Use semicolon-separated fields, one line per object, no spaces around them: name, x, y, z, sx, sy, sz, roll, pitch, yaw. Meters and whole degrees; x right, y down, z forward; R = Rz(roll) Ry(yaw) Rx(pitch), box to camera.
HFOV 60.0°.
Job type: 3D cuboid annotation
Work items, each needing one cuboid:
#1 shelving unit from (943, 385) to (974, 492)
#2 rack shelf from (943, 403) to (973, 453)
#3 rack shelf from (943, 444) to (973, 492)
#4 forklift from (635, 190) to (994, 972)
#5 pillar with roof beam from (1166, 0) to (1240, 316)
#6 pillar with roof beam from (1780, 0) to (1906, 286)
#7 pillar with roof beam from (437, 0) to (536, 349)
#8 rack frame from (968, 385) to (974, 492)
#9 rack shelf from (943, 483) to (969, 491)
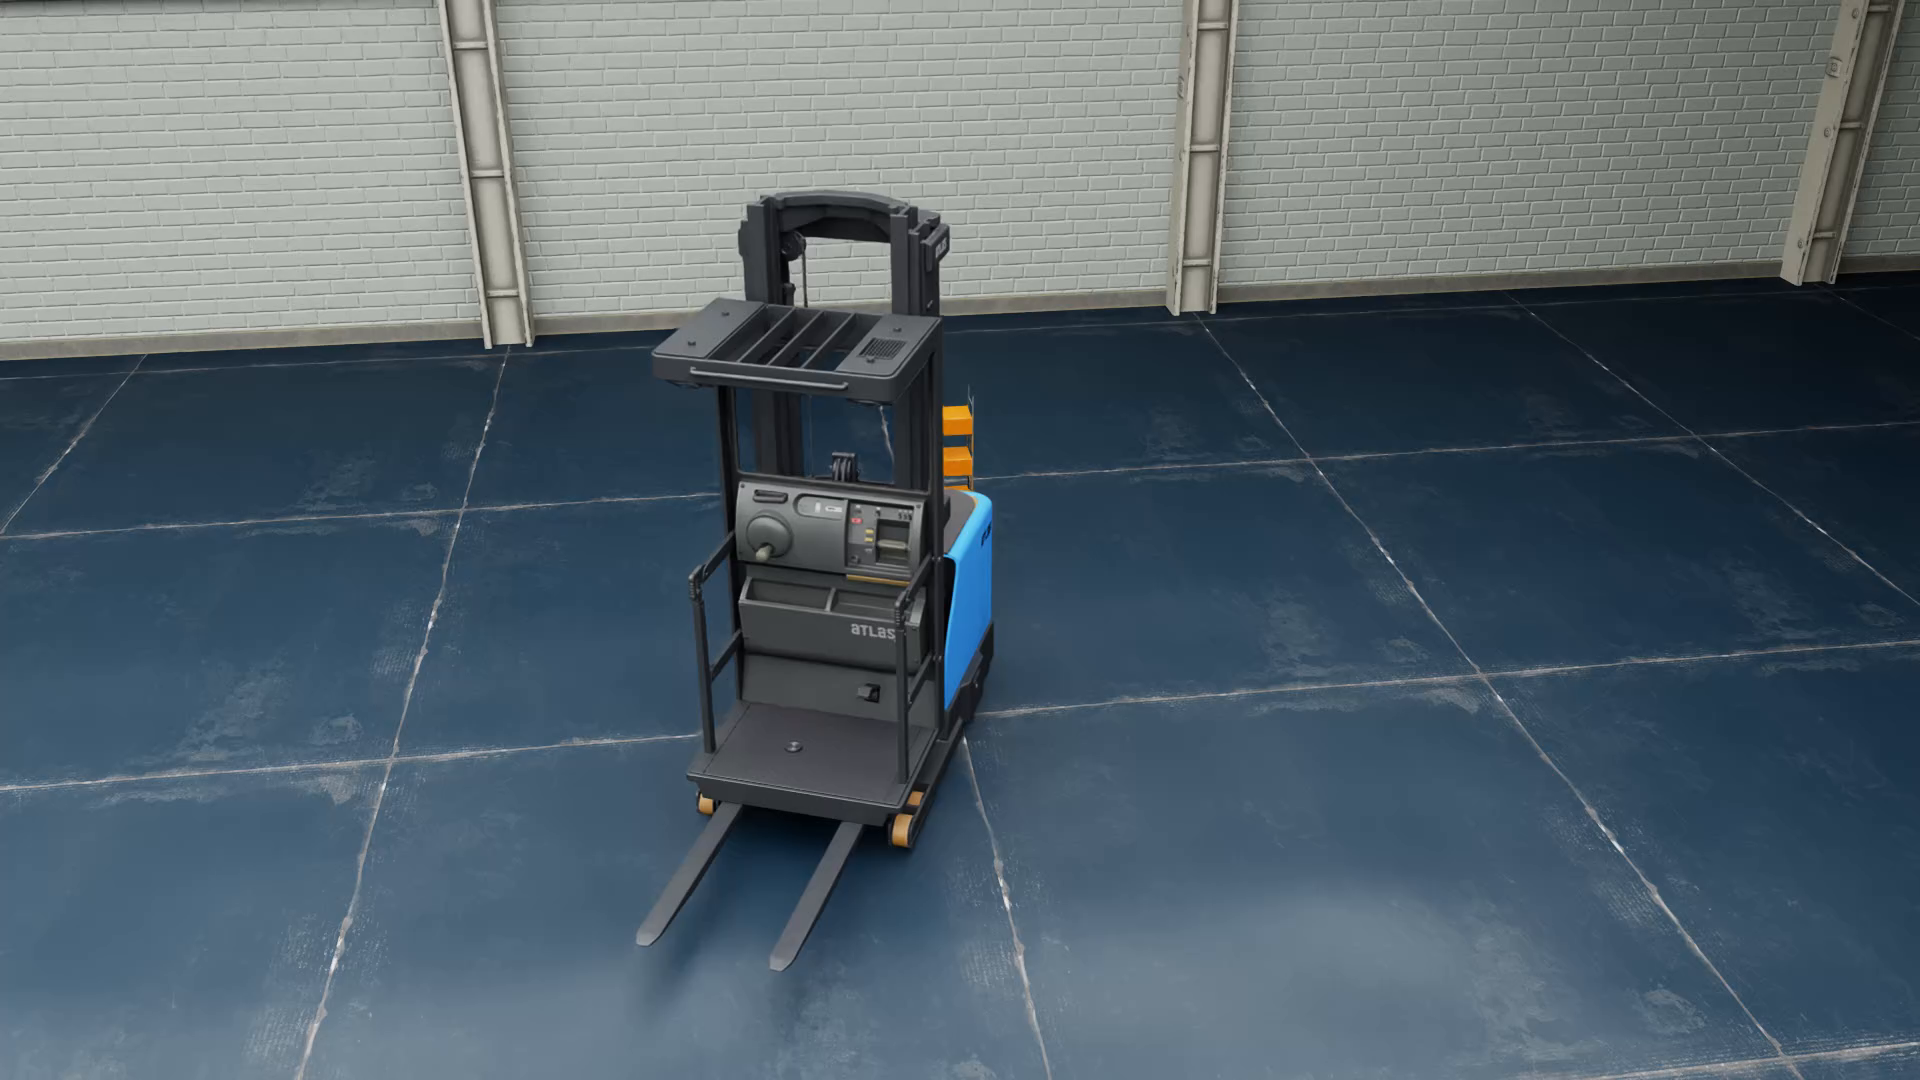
shelving unit;-0.053;-0.464;10.706;0.252;1.050;0.215;-4;27;-7
rack shelf;-0.053;-0.707;10.581;0.240;0.259;0.215;-4;27;-7
rack shelf;-0.053;-0.454;10.711;0.240;0.259;0.215;-4;27;-7
forklift;-0.679;-0.010;7.762;1.130;2.935;3.031;7;28;13
pillar with roof beam;2.682;-4.146;9.176;0.400;9.000;9.100;-4;27;-7
pillar with roof beam;8.624;-4.528;9.919;0.400;9.000;9.100;-4;27;-7
pillar with roof beam;-3.259;-3.764;8.432;0.400;9.000;9.100;-4;27;-7
rack frame;0.068;-0.471;10.721;0.008;1.050;0.200;-4;27;-7
rack shelf;-0.053;-0.207;10.838;0.240;0.259;0.215;-4;27;-7
